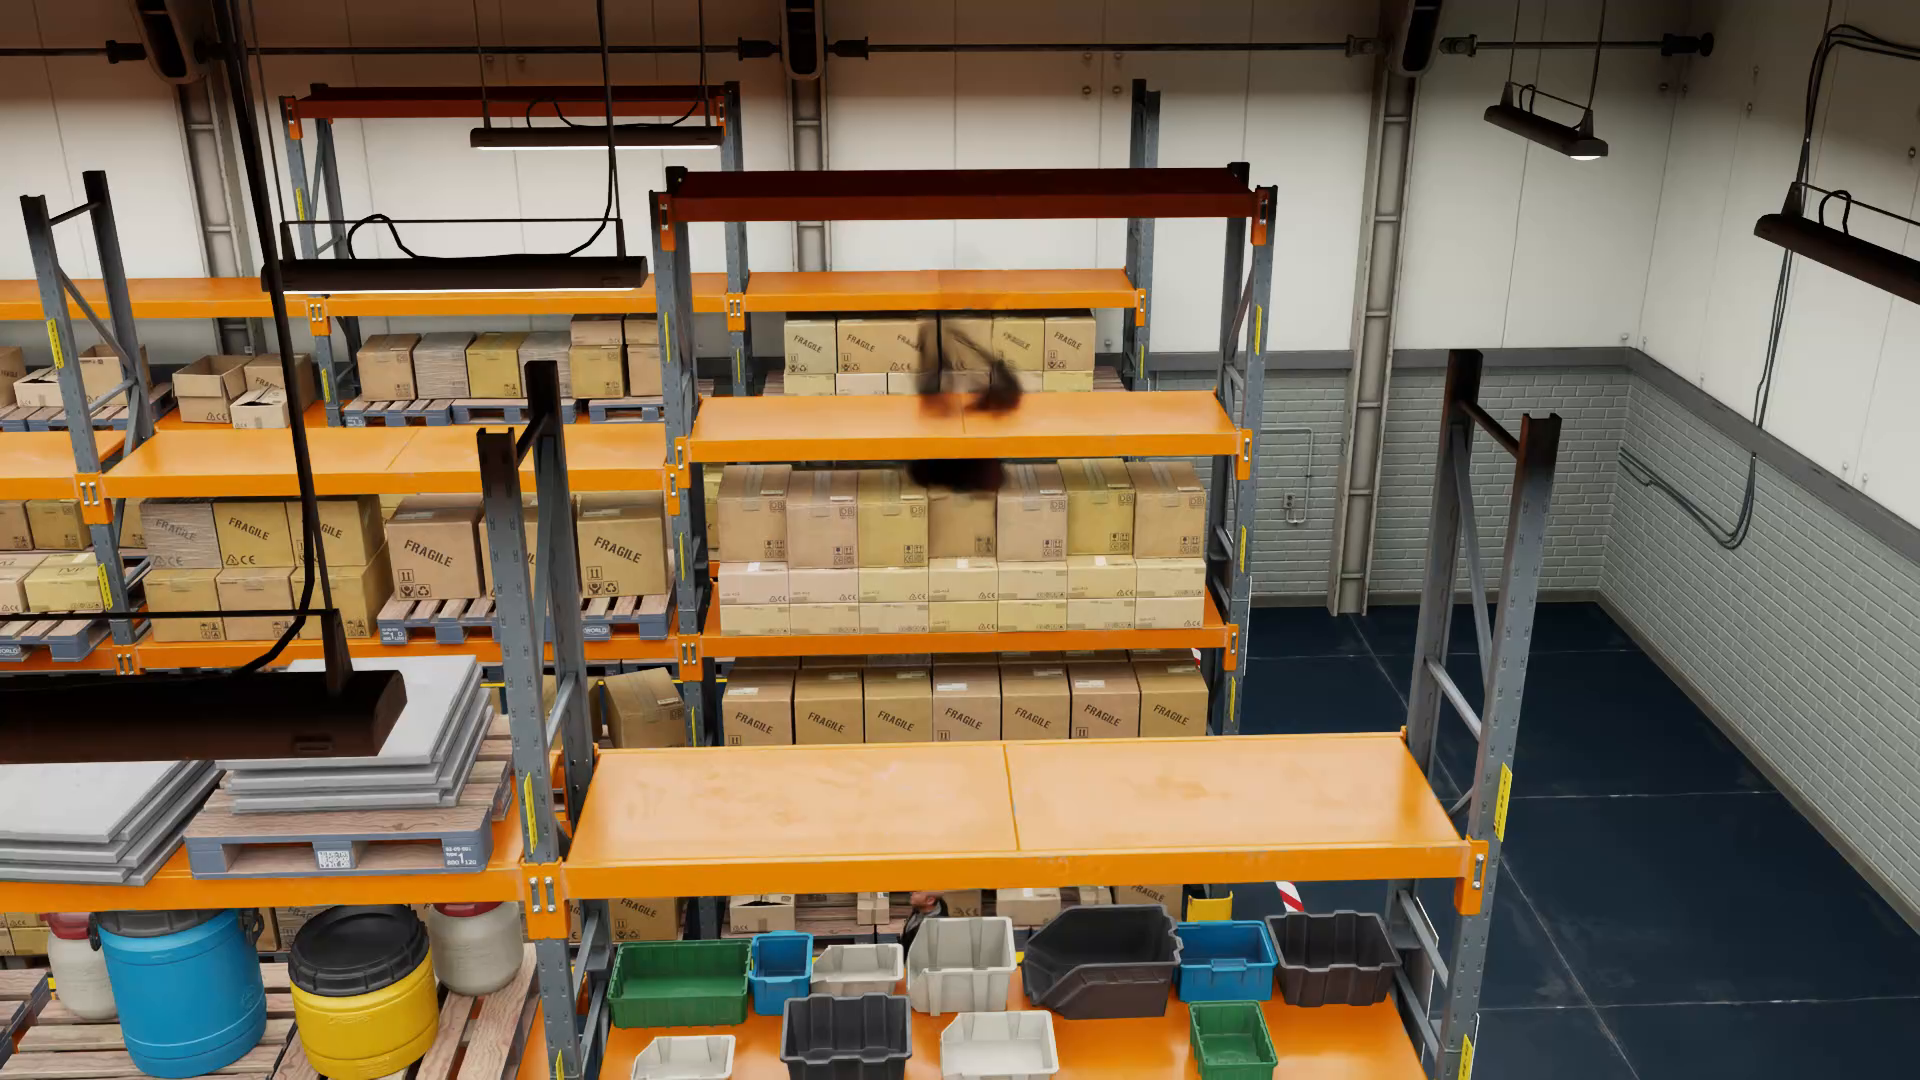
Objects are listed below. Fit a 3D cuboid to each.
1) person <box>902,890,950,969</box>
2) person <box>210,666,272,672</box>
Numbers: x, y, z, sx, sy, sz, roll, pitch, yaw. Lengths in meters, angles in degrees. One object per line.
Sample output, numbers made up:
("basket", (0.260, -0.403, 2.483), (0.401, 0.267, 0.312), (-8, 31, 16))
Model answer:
("person", (-0.180, 3.036, 11.437), (0.716, 1.686, 0.658), (-3, 22, -7))
("person", (-6.501, 1.449, 15.407), (0.818, 1.588, 0.546), (-3, 22, -8))
